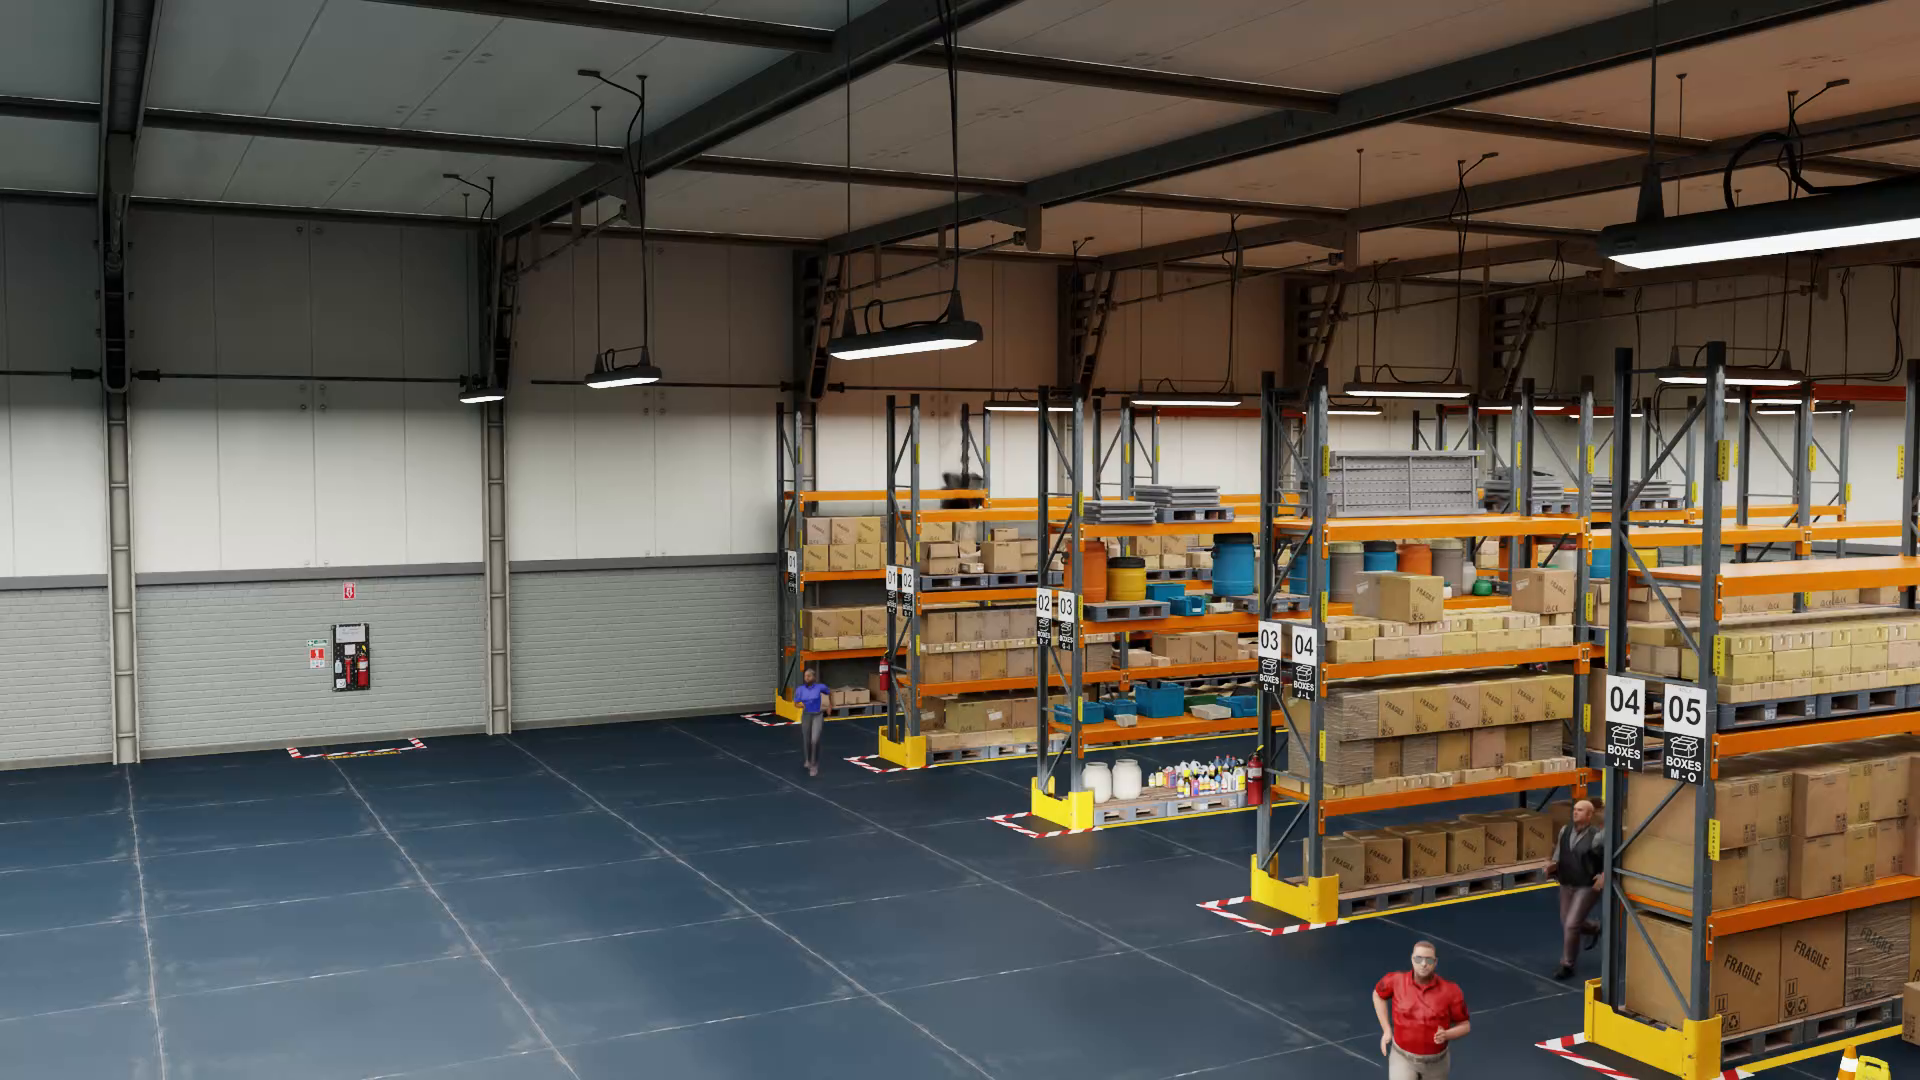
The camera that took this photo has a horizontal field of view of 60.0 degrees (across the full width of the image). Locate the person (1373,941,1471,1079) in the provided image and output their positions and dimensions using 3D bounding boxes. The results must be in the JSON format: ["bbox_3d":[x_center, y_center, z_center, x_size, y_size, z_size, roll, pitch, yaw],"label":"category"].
[{"bbox_3d":[3.189,3.663,11.503,0.642,1.802,0.800,1,3,12],"label":"person"}]

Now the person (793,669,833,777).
[{"bbox_3d":[-2.315,2.864,26.203,0.586,1.692,0.880,0,3,6],"label":"person"}]

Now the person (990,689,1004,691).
[{"bbox_3d":[0.575,2.341,29.815,0.768,1.908,0.640,-2,4,-26],"label":"person"}]

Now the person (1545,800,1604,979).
[{"bbox_3d":[6.108,3.405,16.325,0.875,1.691,0.677,-2,4,-34],"label":"person"}]
